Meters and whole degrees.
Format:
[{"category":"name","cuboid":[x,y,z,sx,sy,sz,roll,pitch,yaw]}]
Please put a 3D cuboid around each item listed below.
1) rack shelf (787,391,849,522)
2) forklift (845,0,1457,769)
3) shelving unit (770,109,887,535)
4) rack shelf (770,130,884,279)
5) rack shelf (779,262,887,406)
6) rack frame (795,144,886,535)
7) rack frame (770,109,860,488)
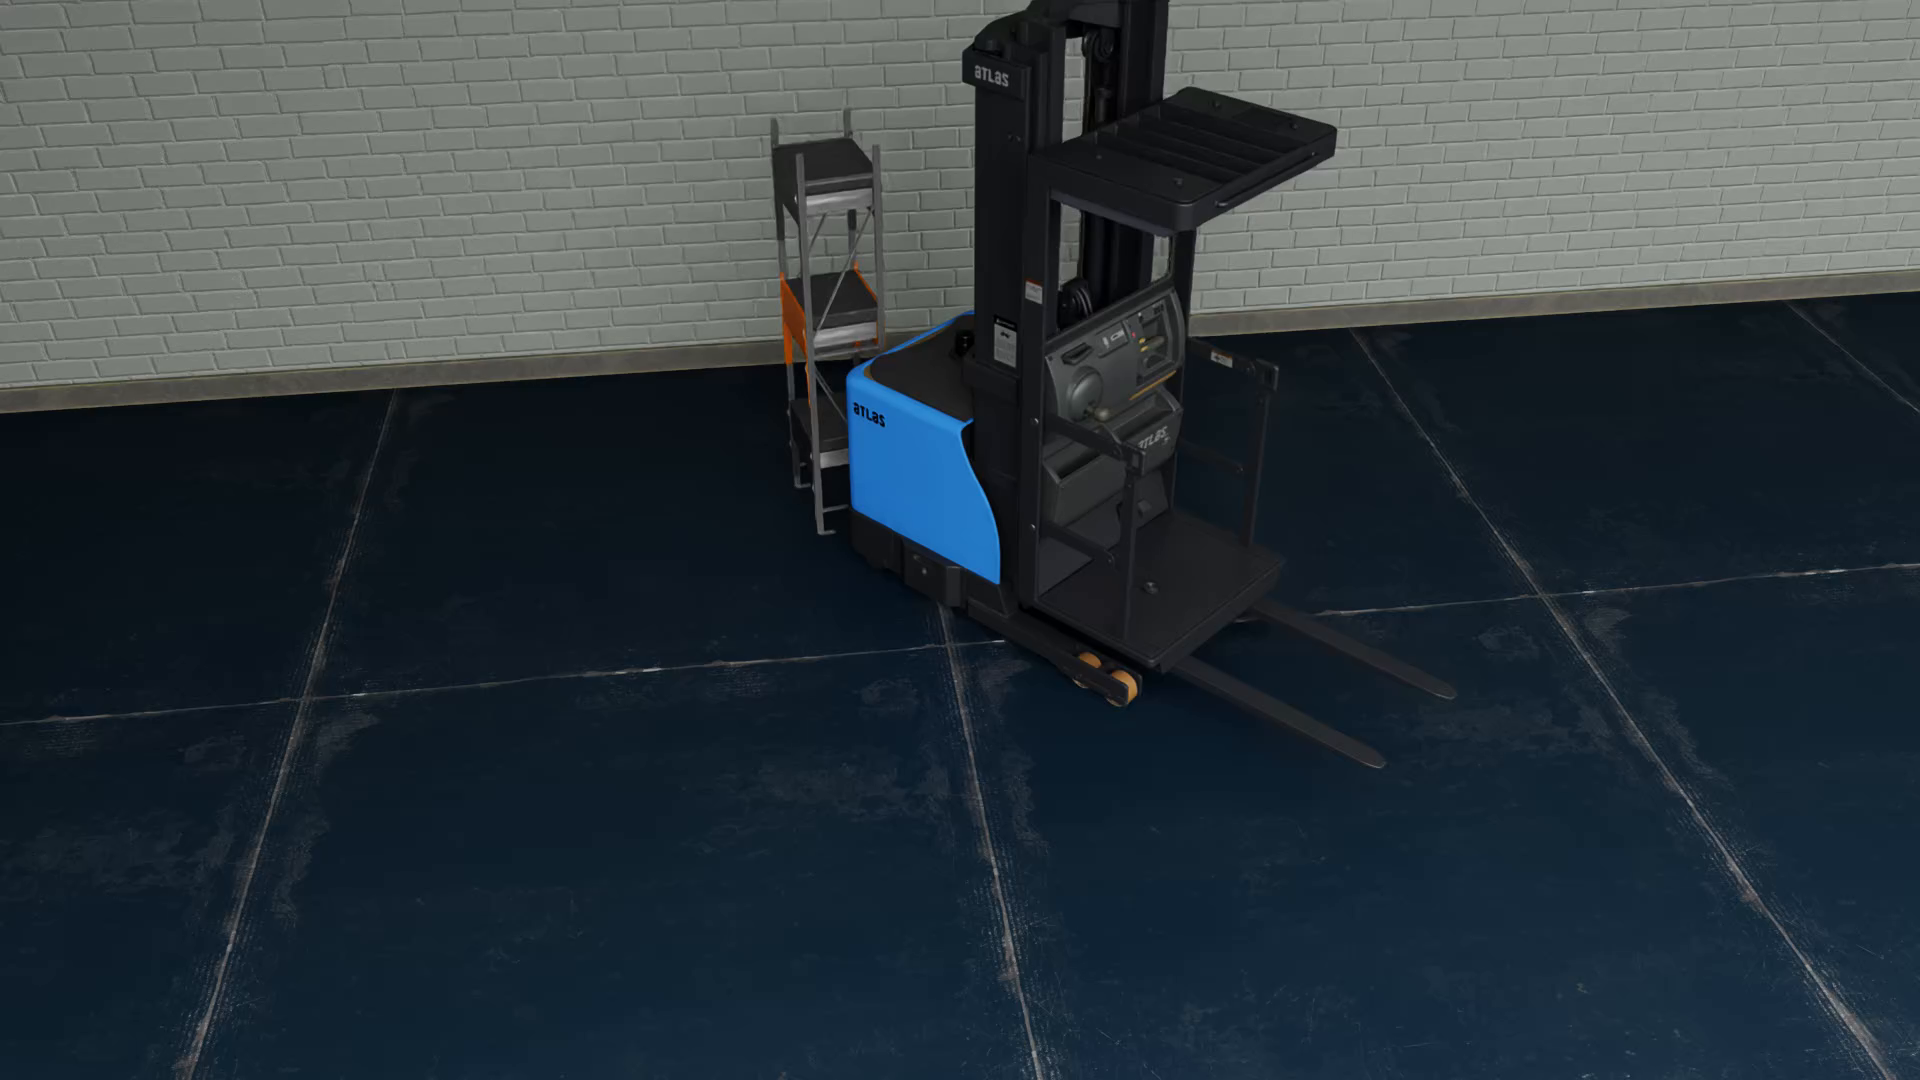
[{"category":"rack shelf","cuboid":[-0.644,-0.473,8.847,0.431,0.518,0.480,-11,36,-16]},{"category":"forklift","cuboid":[0.858,-0.782,7.295,3.031,2.935,1.130,27,43,34]},{"category":"shelving unit","cuboid":[-0.644,-1.063,8.445,0.431,2.100,0.503,-11,36,-16]},{"category":"rack shelf","cuboid":[-0.644,-1.630,8.058,0.431,0.518,0.480,-11,36,-16]},{"category":"rack shelf","cuboid":[-0.644,-1.051,8.452,0.431,0.518,0.480,-11,36,-16]},{"category":"rack frame","cuboid":[-0.564,-0.933,8.254,0.400,2.100,0.015,-11,36,-16]},{"category":"rack frame","cuboid":[-0.724,-1.192,8.635,0.400,2.100,0.015,-11,36,-16]}]
